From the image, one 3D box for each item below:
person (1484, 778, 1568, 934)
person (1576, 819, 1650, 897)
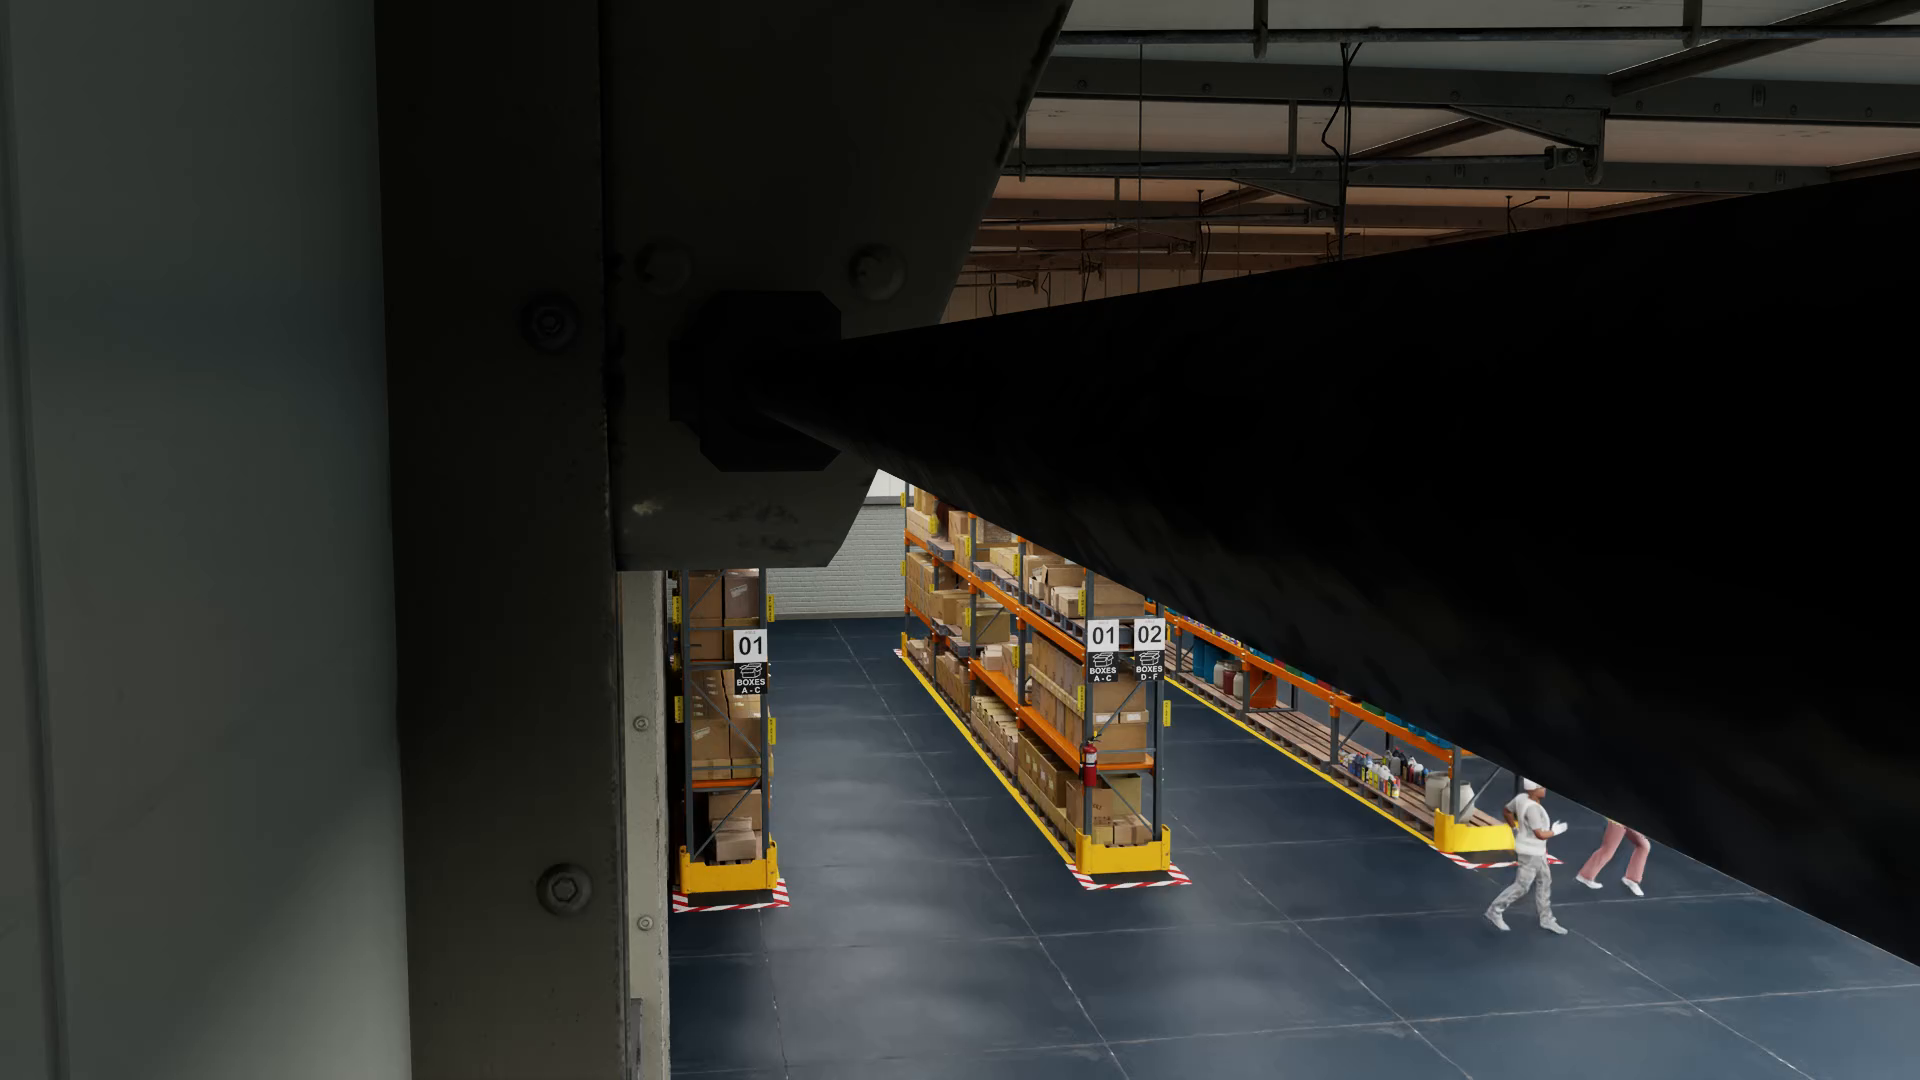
[{"bbox_3d":[6.335,3.500,18.527,0.906,1.812,0.704,1,6,13],"label":"person"},{"bbox_3d":[7.907,3.433,20.000,0.859,1.698,0.580,3,7,30],"label":"person"}]
